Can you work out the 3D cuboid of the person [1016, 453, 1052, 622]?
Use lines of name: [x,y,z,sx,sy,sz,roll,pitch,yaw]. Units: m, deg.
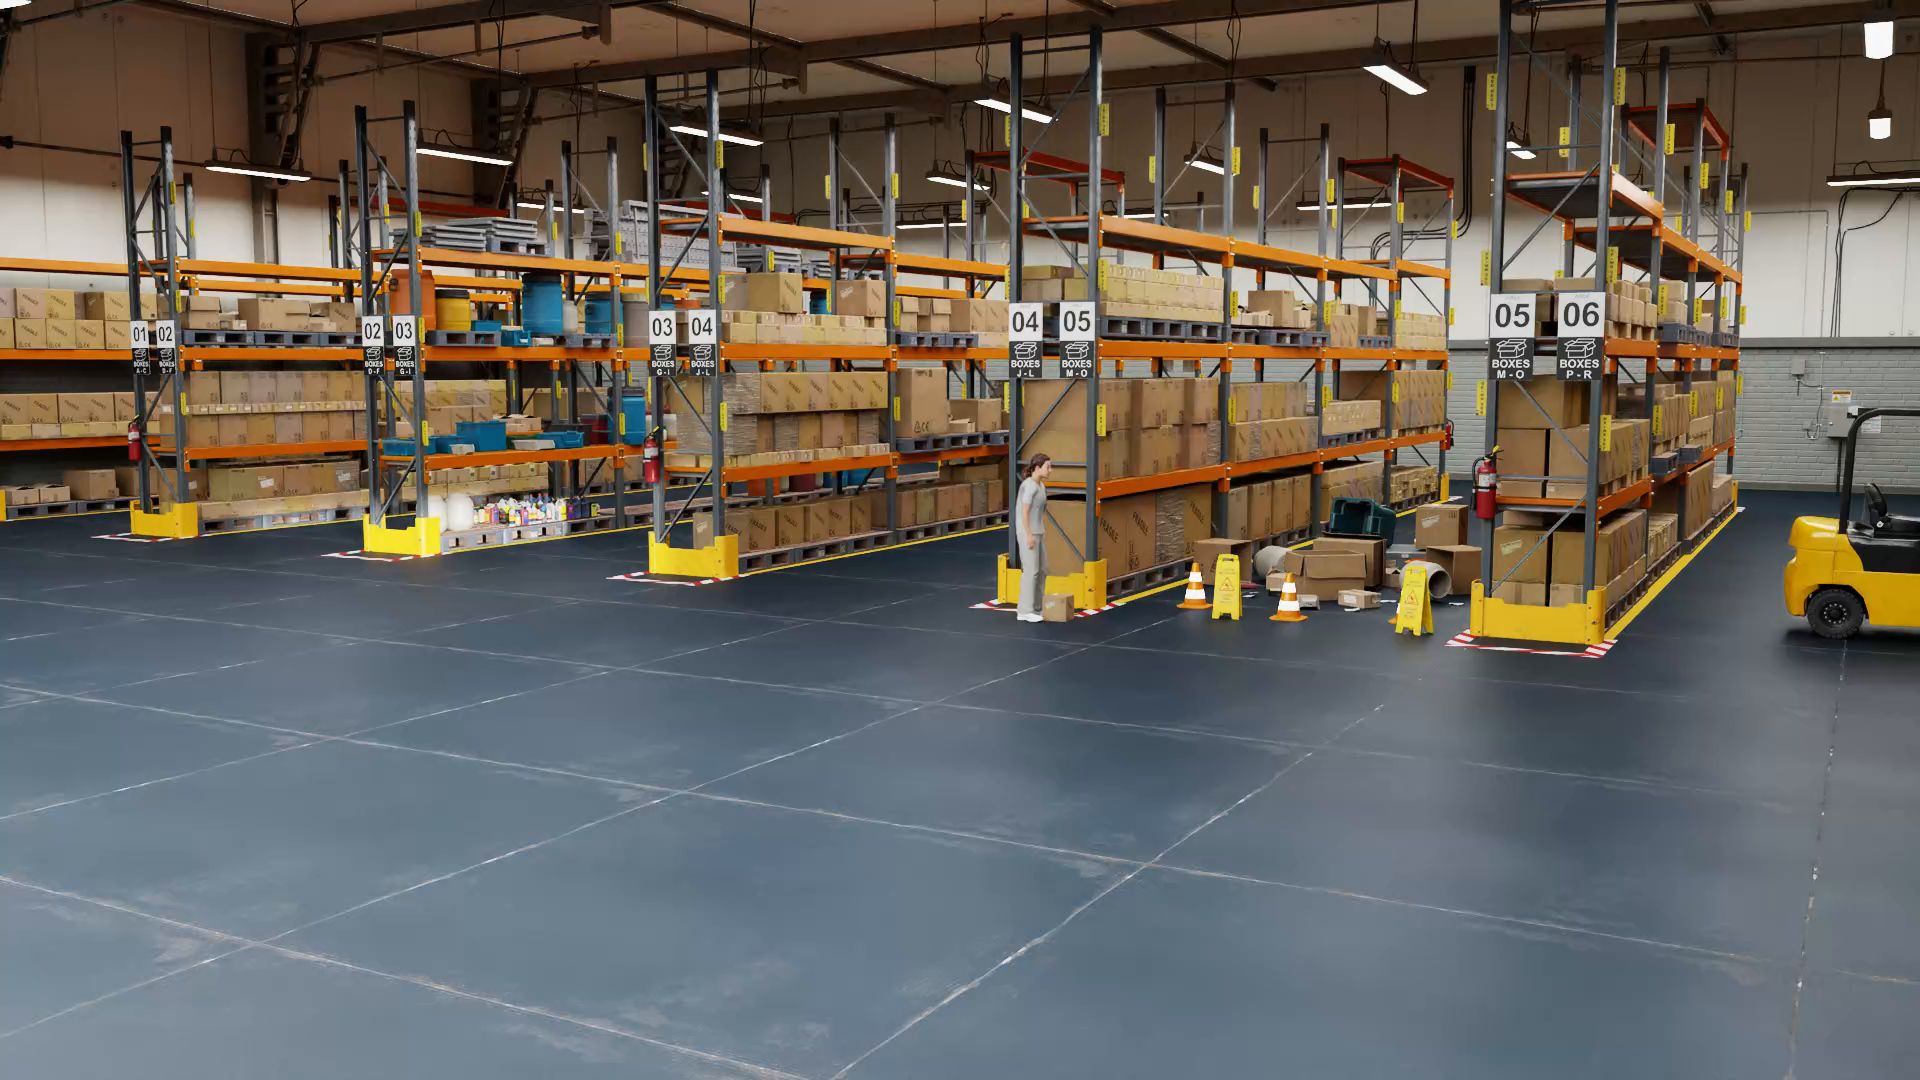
person: [0.747,-0.038,16.702,0.362,1.671,0.515,2,6,21]
